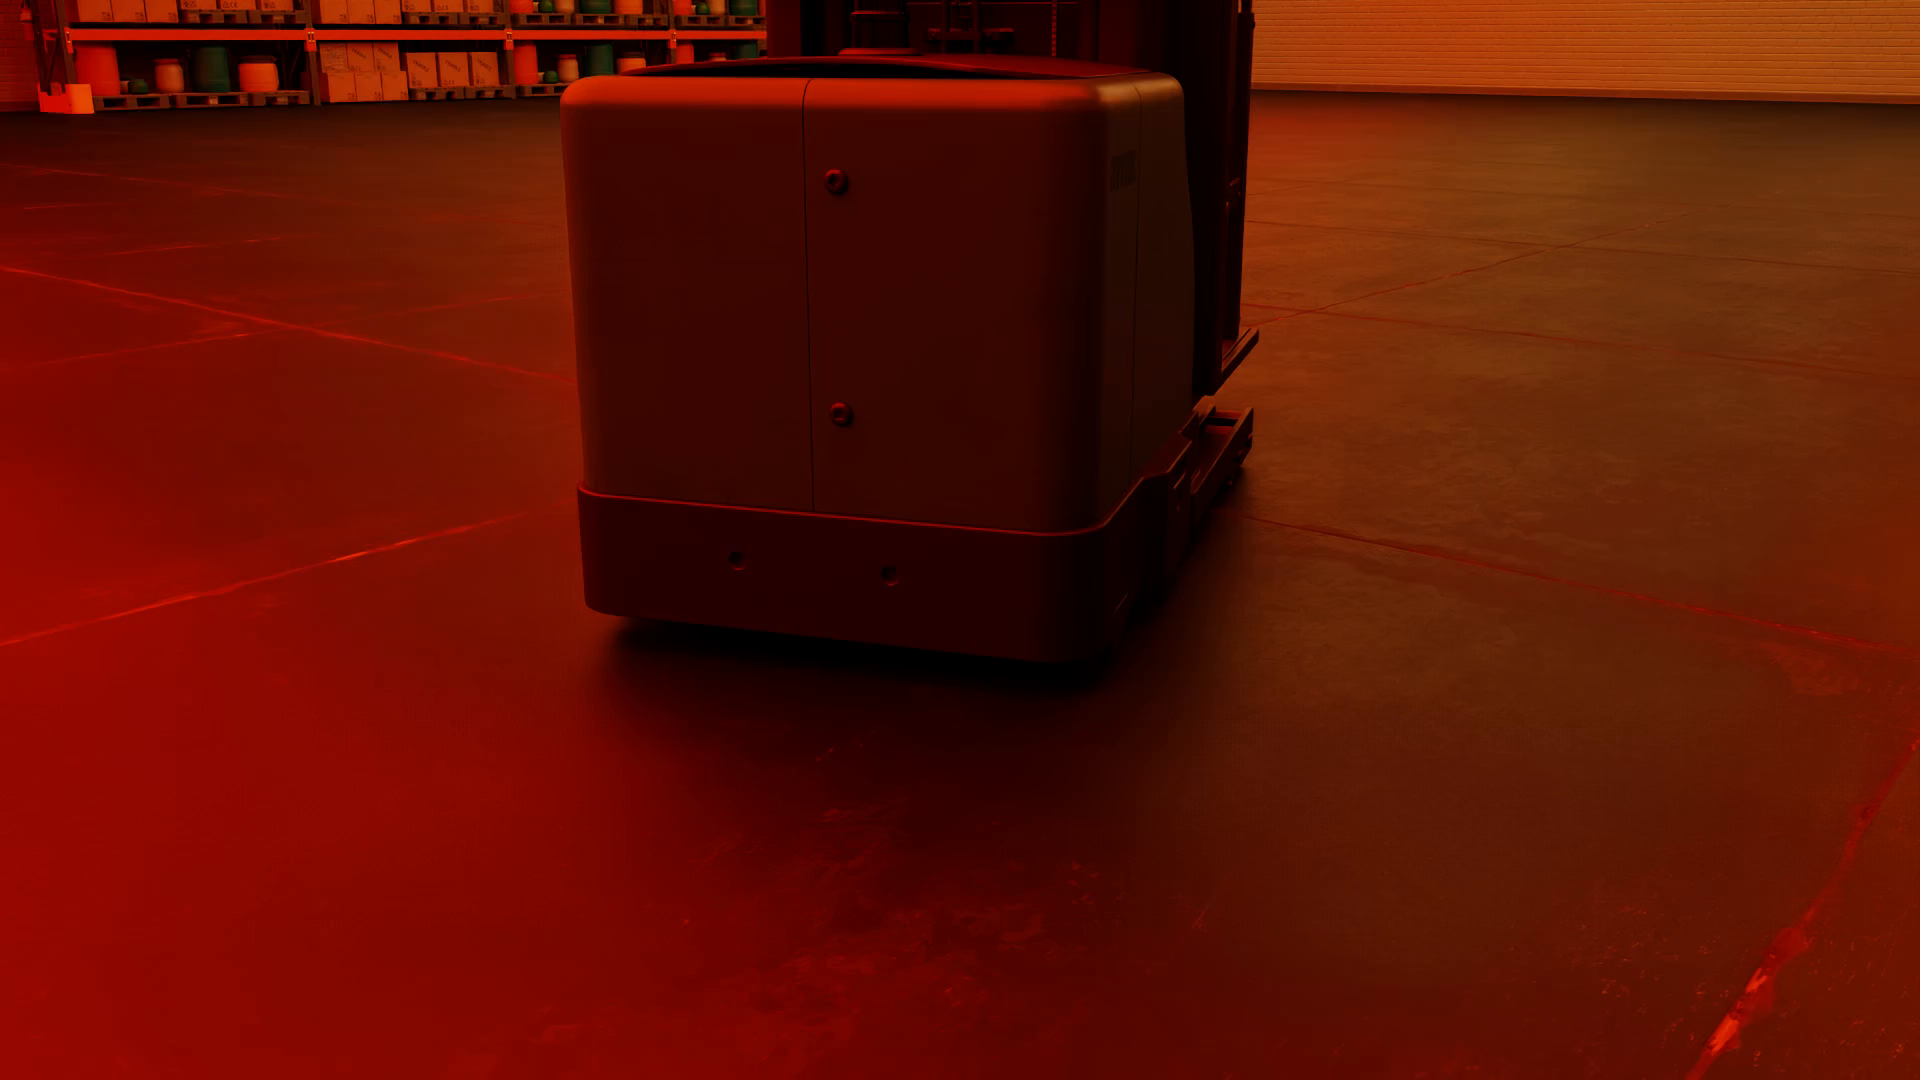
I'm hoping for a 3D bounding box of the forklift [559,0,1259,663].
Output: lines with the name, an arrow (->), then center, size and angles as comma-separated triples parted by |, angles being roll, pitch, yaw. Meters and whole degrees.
forklift -> 0.182, -1.571, 4.072 | 1.130, 2.935, 3.031 | 5, 18, 17
